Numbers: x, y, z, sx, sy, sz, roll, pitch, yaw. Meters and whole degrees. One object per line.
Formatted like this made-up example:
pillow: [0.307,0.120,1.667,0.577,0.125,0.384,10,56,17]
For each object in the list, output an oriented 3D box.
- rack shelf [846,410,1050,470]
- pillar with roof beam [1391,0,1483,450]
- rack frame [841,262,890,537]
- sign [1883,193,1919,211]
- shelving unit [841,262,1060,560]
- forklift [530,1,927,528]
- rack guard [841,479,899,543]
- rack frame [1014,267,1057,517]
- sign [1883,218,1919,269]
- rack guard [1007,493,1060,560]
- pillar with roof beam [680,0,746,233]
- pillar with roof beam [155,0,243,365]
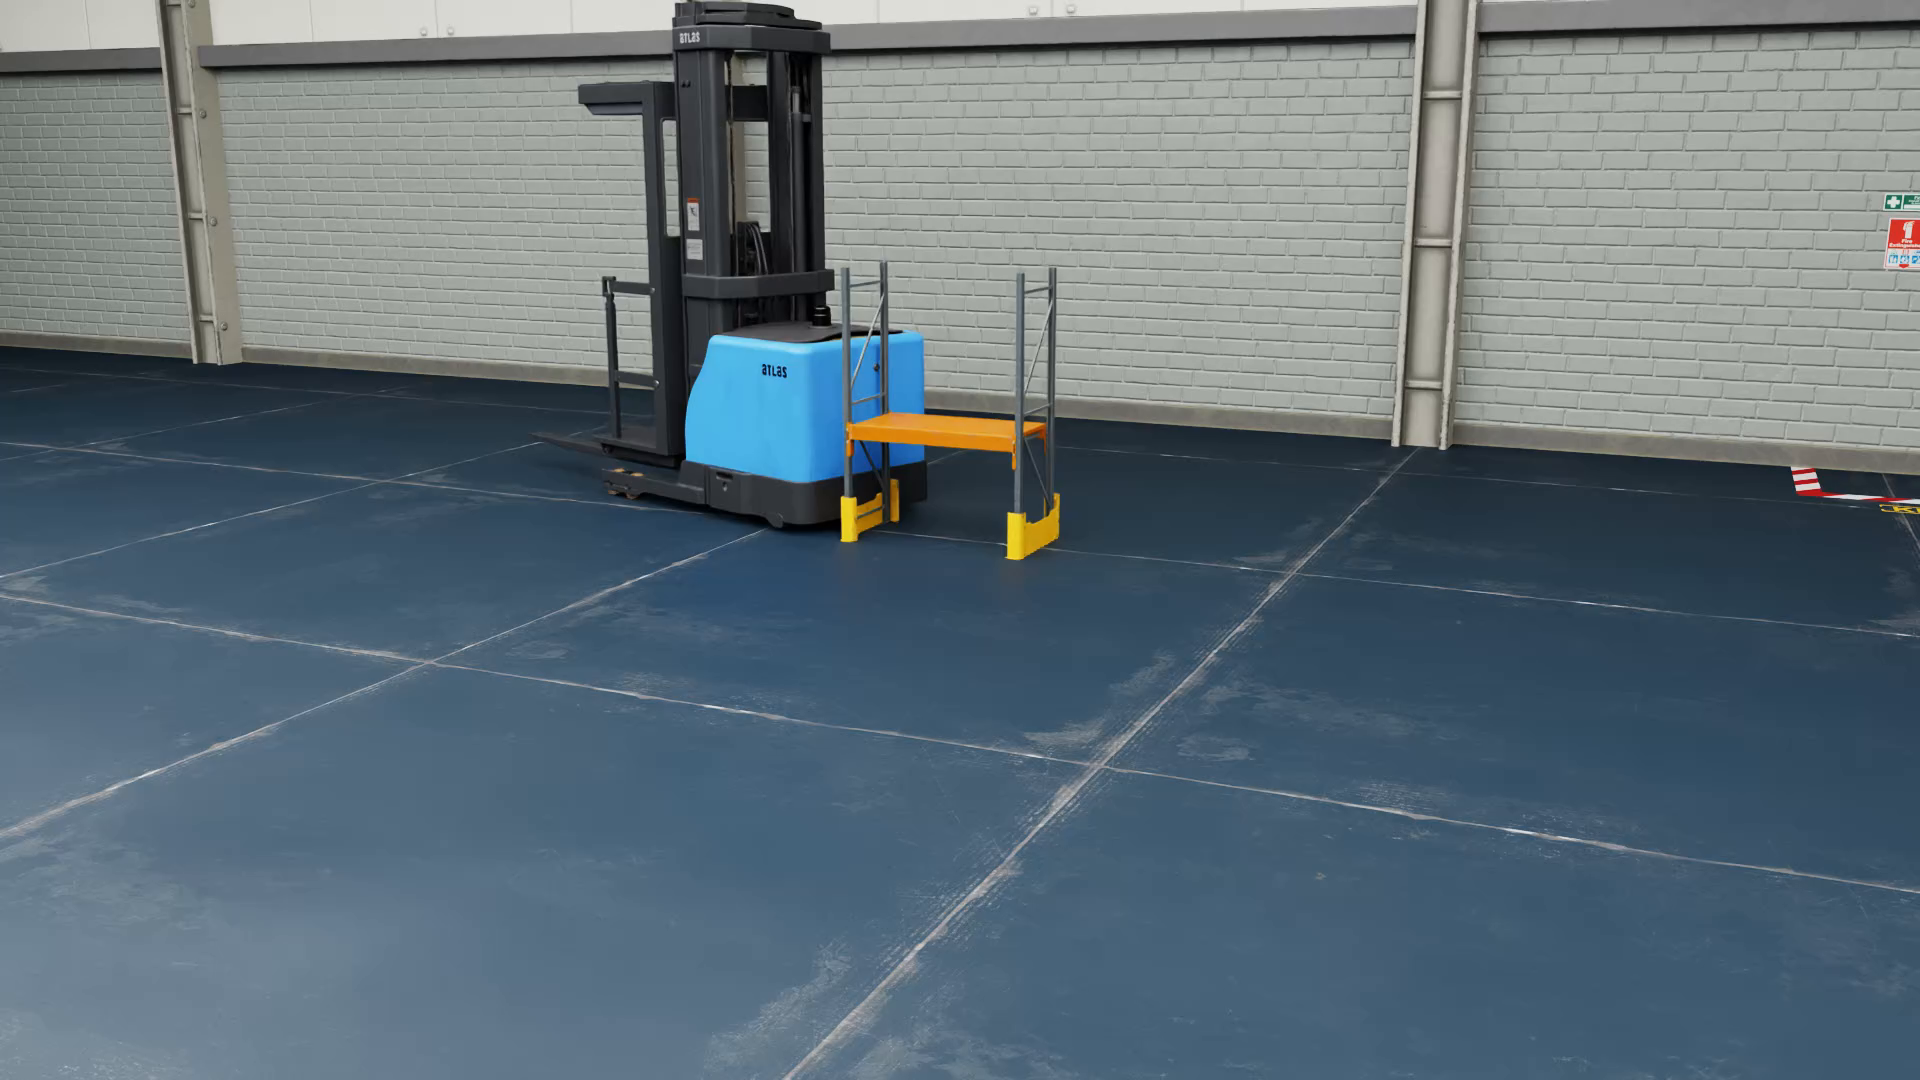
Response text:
rack shelf: [-0.059,-0.558,9.137,1.000,0.185,0.538,6,14,24]
pillar with roof beam: [1.660,-4.185,7.392,0.400,9.000,9.100,6,14,23]
rack frame: [-0.523,-0.781,9.300,0.032,1.500,0.500,6,14,24]
sign: [6.183,-2.191,10.788,0.331,0.109,0.001,6,14,23]
shelving unit: [-0.051,-0.732,9.092,1.083,1.500,0.587,6,14,24]
forklift: [-1.615,-1.756,10.322,3.031,2.935,1.130,12,18,42]
rack guard: [-0.505,-0.171,9.435,0.087,0.250,0.587,6,14,24]
rack frame: [0.404,-0.685,8.892,0.032,1.500,0.500,6,14,24]
sign: [6.182,-1.935,10.858,0.234,0.329,0.001,6,14,23]
rack guard: [0.403,-0.077,9.035,0.087,0.250,0.587,6,14,24]
pillar with roof beam: [-3.826,-4.740,9.758,0.400,9.000,9.100,6,14,23]
pillar with roof beam: [-9.311,-5.296,12.124,0.400,9.000,9.100,6,14,23]
